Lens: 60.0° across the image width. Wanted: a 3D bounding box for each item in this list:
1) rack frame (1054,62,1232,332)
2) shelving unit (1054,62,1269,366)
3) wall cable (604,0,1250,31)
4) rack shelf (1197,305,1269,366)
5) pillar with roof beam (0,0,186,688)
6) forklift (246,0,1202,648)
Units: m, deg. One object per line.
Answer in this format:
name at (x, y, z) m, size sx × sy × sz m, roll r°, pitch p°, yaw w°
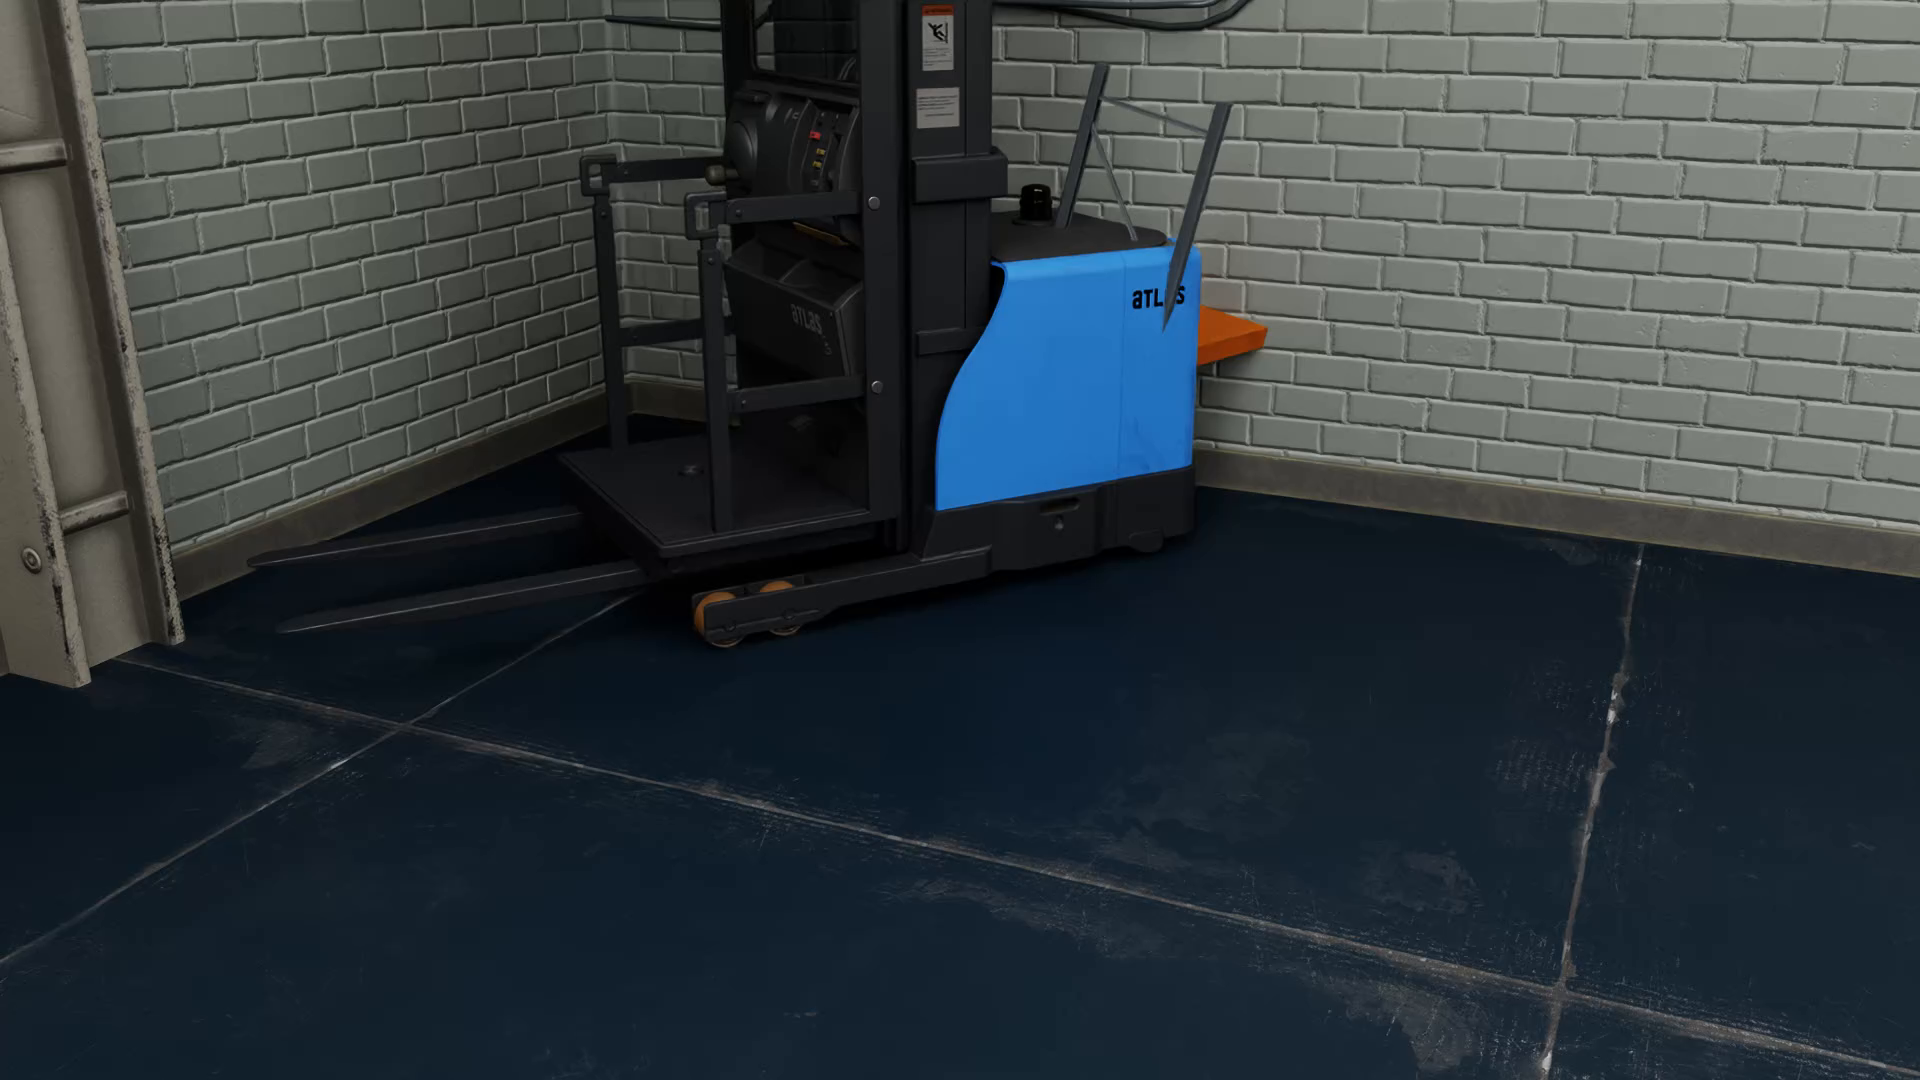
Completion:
rack frame at (0.485, -0.801, 5.642) m, size 0.500 × 1.500 × 0.032 m, roll 27°, pitch 26°, yaw 27°
shelving unit at (0.775, -0.911, 6.056) m, size 0.587 × 1.500 × 1.083 m, roll 27°, pitch 26°, yaw 27°
wall cable at (-0.271, -3.169, 6.083) m, size 3.097 × 2.526 × 0.112 m, roll 9°, pitch 21°, yaw 23°
rack shelf at (0.730, -0.748, 6.119) m, size 0.538 × 0.185 × 1.000 m, roll 27°, pitch 26°, yaw 27°
pillar with roof beam at (1.331, -3.305, 1.832) m, size 9.100 × 9.000 × 0.400 m, roll 9°, pitch 21°, yaw 23°
forklift at (-0.716, -1.256, 5.127) m, size 3.031 × 2.935 × 1.130 m, roll -10°, pitch 22°, yaw -27°
